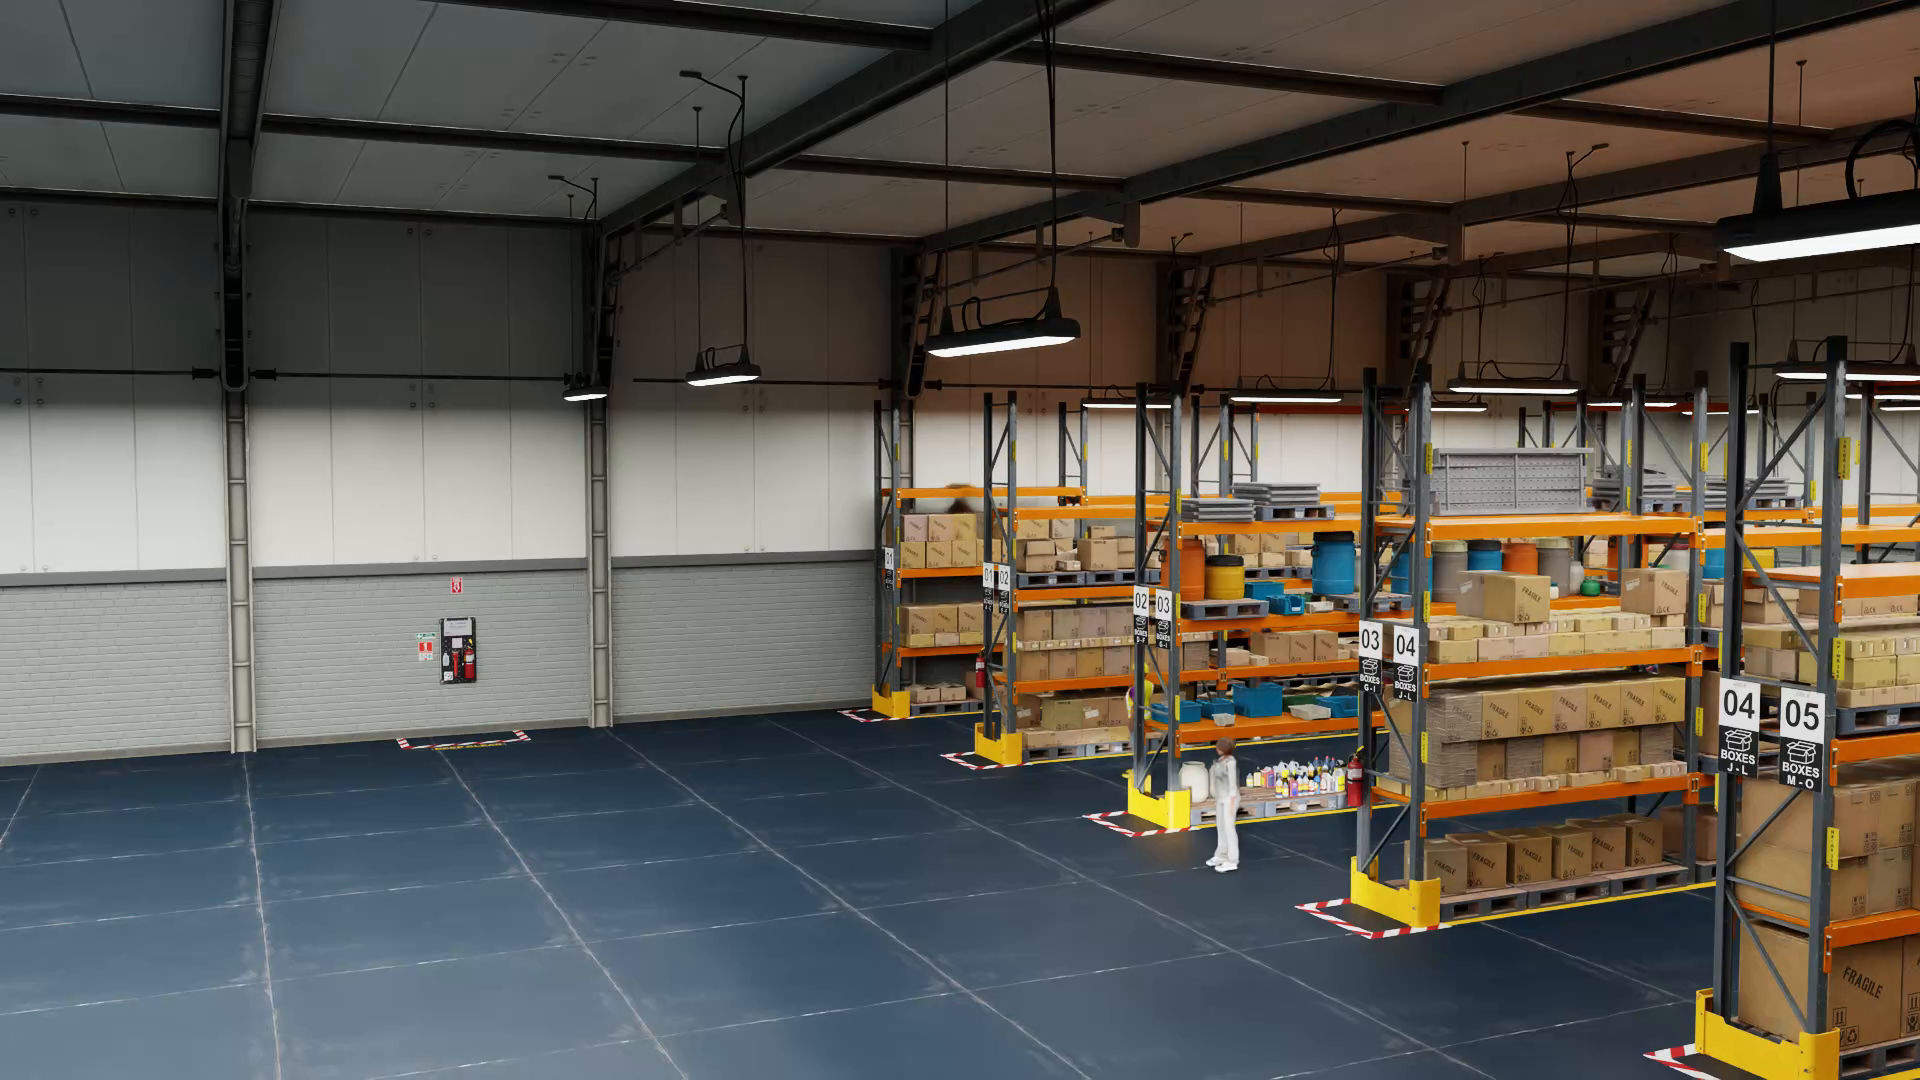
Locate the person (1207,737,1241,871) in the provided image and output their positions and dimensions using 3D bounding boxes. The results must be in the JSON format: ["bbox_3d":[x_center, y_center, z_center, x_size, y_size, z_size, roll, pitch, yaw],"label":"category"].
[{"bbox_3d":[3.207,3.182,20.190,0.379,1.602,0.466,-1,3,-10],"label":"person"}]

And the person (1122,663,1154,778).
[{"bbox_3d":[2.766,2.776,25.793,0.428,1.773,0.622,1,3,18],"label":"person"}]

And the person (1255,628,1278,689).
[{"bbox_3d":[5.798,2.479,31.660,0.522,1.682,0.369,-2,4,-28],"label":"person"}]
